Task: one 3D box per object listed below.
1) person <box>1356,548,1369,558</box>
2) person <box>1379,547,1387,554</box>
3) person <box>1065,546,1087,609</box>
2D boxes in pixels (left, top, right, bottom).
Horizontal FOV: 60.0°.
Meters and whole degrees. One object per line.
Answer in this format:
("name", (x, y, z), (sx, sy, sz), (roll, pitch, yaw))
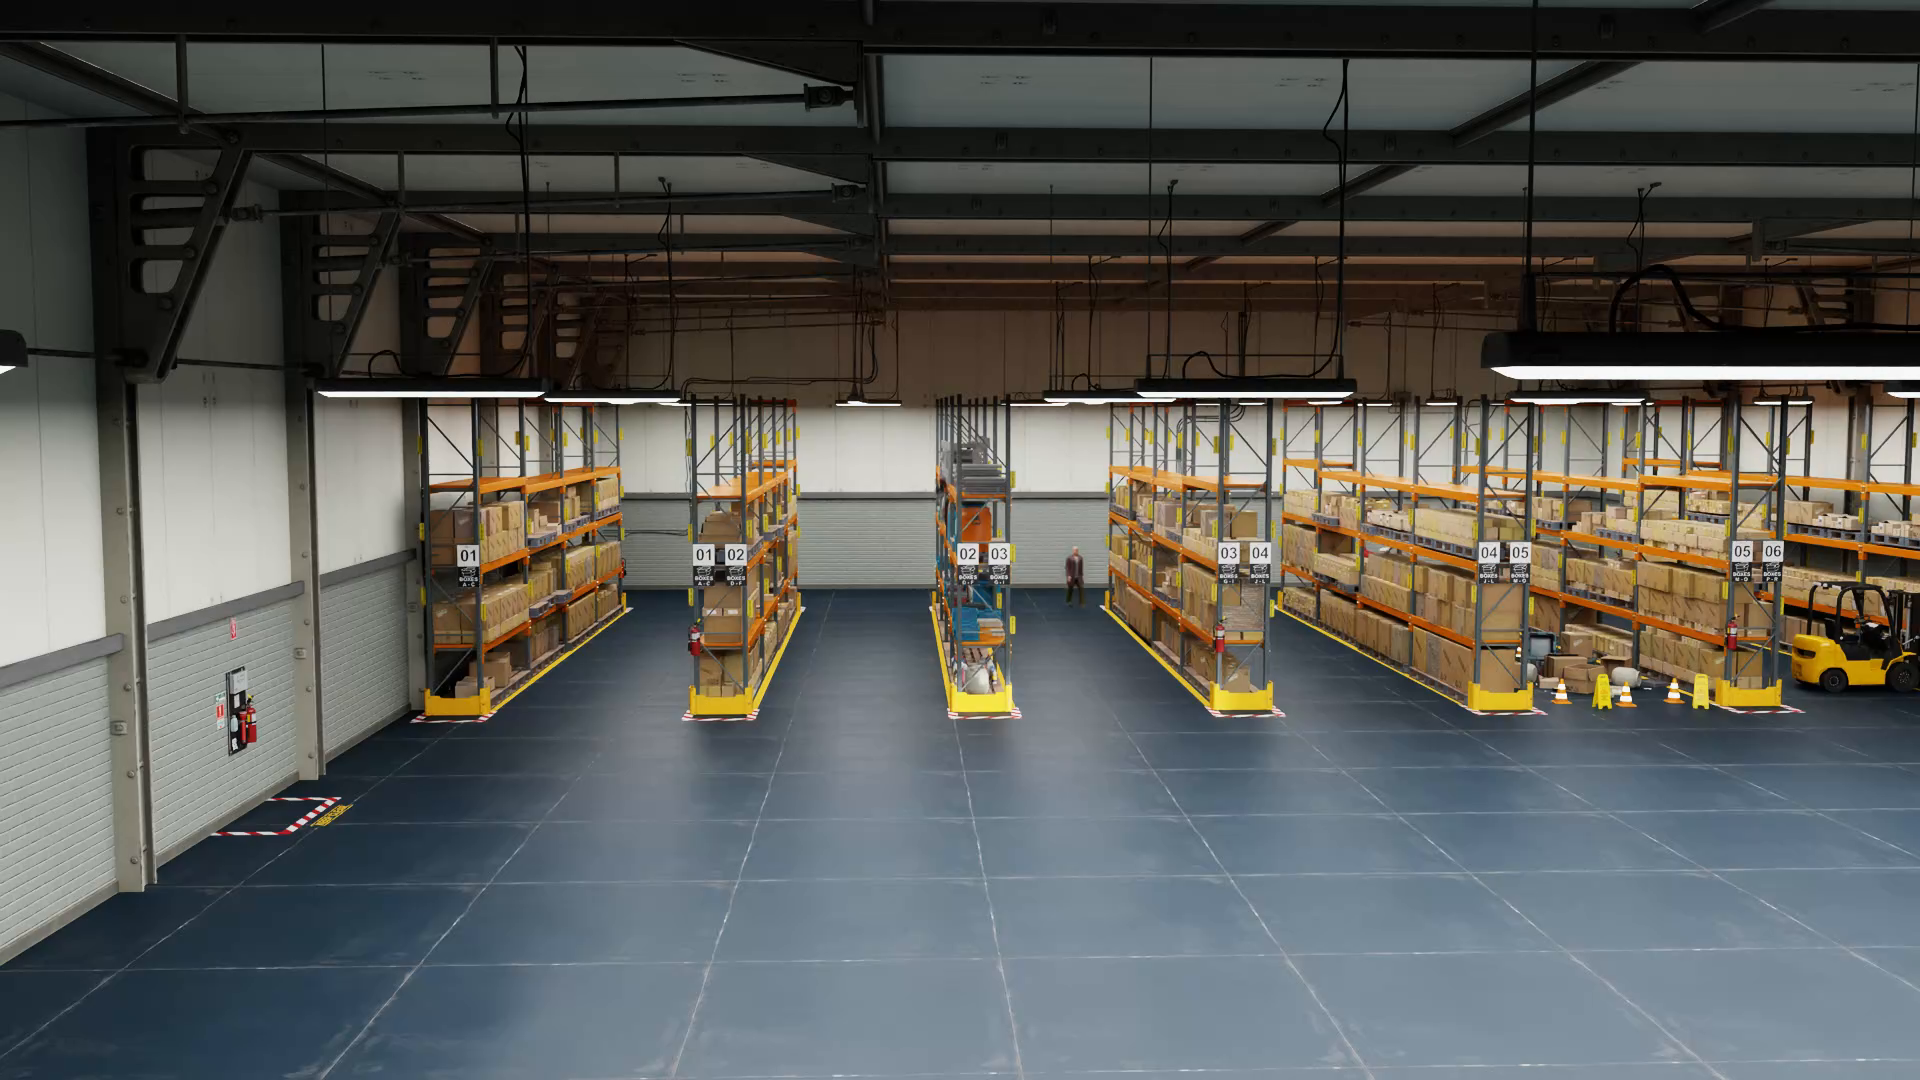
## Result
("person", (12.199, 0.873, 50.541), (0.561, 1.708, 0.533), (0, 5, -5))
("person", (12.008, 1.099, 47.503), (0.638, 1.788, 0.563), (0, 5, 3))
("person", (3.342, 1.072, 47.922), (0.656, 1.773, 0.919), (-2, 5, -27))
